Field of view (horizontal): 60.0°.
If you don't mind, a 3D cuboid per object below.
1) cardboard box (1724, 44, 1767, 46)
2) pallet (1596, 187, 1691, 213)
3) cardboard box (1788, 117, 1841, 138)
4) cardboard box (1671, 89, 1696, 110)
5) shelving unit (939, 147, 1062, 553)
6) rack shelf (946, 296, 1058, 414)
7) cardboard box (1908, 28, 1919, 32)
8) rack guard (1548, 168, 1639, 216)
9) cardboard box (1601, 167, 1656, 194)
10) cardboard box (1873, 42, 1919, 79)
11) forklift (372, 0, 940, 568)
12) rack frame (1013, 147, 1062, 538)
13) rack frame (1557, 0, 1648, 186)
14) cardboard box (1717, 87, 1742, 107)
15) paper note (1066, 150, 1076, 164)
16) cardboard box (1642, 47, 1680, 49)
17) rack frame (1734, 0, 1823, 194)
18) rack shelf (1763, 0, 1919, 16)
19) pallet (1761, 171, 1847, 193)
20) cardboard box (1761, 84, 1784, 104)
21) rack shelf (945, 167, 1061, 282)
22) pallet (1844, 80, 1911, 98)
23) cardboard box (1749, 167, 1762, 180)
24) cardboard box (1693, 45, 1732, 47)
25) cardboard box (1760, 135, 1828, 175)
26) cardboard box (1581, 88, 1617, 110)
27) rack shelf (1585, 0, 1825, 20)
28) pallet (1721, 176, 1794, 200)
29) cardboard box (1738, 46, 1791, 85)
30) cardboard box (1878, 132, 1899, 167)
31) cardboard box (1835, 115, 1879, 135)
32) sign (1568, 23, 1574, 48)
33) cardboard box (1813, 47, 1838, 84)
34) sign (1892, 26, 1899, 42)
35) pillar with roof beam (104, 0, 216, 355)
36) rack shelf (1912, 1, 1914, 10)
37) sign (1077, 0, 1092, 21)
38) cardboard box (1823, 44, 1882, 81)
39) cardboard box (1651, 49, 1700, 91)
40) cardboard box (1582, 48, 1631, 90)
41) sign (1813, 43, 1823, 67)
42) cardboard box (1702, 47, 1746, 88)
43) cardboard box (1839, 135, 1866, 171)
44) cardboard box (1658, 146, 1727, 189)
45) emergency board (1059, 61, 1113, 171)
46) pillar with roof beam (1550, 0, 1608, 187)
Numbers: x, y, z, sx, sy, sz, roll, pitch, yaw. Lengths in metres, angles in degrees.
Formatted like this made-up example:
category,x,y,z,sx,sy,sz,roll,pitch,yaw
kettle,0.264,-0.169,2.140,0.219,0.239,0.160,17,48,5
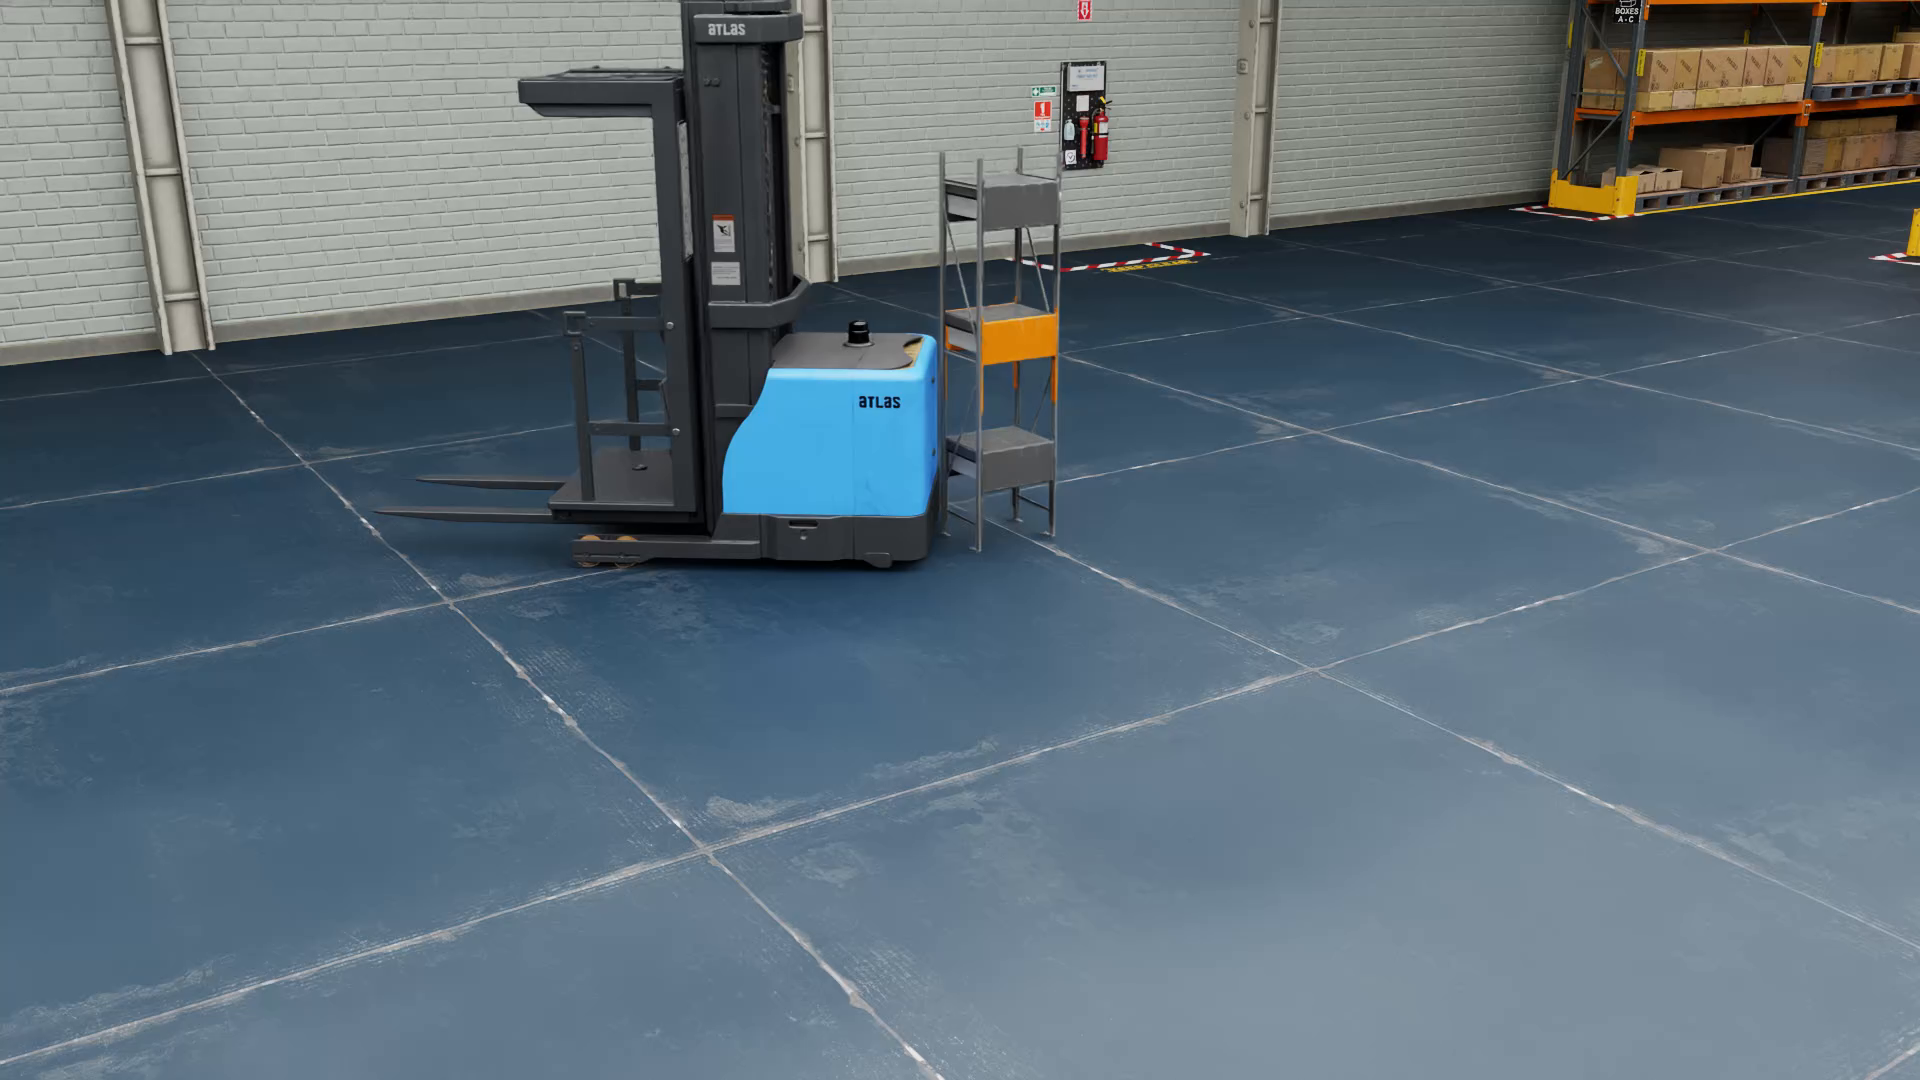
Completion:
category,x,y,z,sx,sy,sz,roll,pitch,yaw
cardboard box,11.249,-6.818,23.760,0.500,0.500,0.500,-13,22,-33
pallet,9.178,-4.672,22.736,1.213,0.211,1.003,-12,22,-31
cardboard box,12.728,-6.143,24.777,0.500,0.250,0.500,-12,22,-33
cardboard box,9.424,-5.881,22.160,0.500,0.250,0.500,-13,22,-33
shelving unit,0.211,-1.019,8.981,0.503,2.100,0.431,-11,22,-30
rack shelf,0.211,-1.006,8.986,0.480,0.518,0.431,-11,22,-30
cardboard box,15.334,-7.958,26.277,0.500,0.250,0.500,-11,22,-30
rack guard,8.480,-4.676,22.294,0.348,0.500,1.175,-12,22,-31
cardboard box,9.043,-4.879,22.504,0.500,0.311,0.500,-15,24,-37
cardboard box,14.259,-7.320,25.371,0.500,0.500,0.700,-14,23,-36
forklift,-1.655,-1.408,8.833,3.031,2.935,1.130,1,19,4
rack frame,0.418,-1.060,9.103,0.015,2.100,0.400,-11,22,-30
rack frame,8.416,-5.846,21.854,0.127,3.000,1.000,-12,22,-31
cardboard box,10.276,-6.058,22.682,0.500,0.250,0.500,-12,22,-31
paper note,1.243,-4.289,18.624,0.142,0.148,0.016,-12,22,-31
cardboard box,9.548,-6.458,22.696,0.500,0.500,0.500,-13,22,-33
rack frame,11.757,-6.551,23.938,0.127,3.000,1.000,-12,22,-31
rack shelf,13.427,-7.983,24.615,4.000,0.370,1.077,-12,22,-31
pallet,12.406,-5.367,24.792,1.213,0.211,1.003,-12,22,-31
cardboard box,11.107,-6.239,23.220,0.500,0.250,0.500,-12,22,-31
rack shelf,0.211,-1.670,8.761,0.480,0.518,0.431,-11,22,-30
pallet,13.467,-6.805,24.989,1.213,0.211,1.003,-12,22,-31
cardboard box,11.326,-5.315,24.019,0.250,0.166,0.380,-16,24,-38
cardboard box,10.396,-6.641,23.238,0.500,0.500,0.500,-11,22,-30
cardboard box,12.362,-5.709,24.665,0.500,0.500,0.700,-11,22,-30
cardboard box,8.700,-5.919,22.272,0.500,0.250,0.500,-12,22,-31
rack shelf,10.086,-7.279,22.531,4.000,0.370,1.077,-12,22,-31
pallet,11.215,-5.102,24.007,1.213,0.211,1.003,-12,22,-31
cardboard box,11.118,-6.589,23.084,0.500,0.500,0.500,-12,22,-32
cardboard box,14.031,-6.079,25.760,0.500,0.500,0.700,-12,22,-31
cardboard box,13.588,-6.319,25.297,0.500,0.250,0.500,-12,22,-32
sign,8.128,-6.697,22.068,0.005,0.325,0.100,-12,22,-31
cardboard box,12.201,-6.887,24.090,0.500,0.500,0.700,-12,22,-31
sign,14.790,-7.952,26.274,0.005,0.325,0.100,-12,22,-31
pillar with roof beam,-4.141,-4.721,9.158,0.400,9.000,9.100,-12,22,-31
rack shelf,16.768,-8.688,26.699,4.000,0.370,1.077,-12,22,-31
sign,1.368,-5.843,18.223,0.199,0.298,0.001,-12,22,-31
cardboard box,13.204,-7.108,24.743,0.500,0.500,0.700,-9,21,-24
cardboard box,9.398,-6.228,22.016,0.500,0.500,0.500,-12,22,-31
cardboard box,8.693,-6.280,22.169,0.500,0.500,0.500,-12,22,-32
sign,12.062,-6.817,23.374,0.005,0.325,0.100,-12,22,-31
cardboard box,10.258,-6.412,22.558,0.500,0.500,0.500,-11,22,-30
cardboard box,13.215,-5.893,25.208,0.500,0.500,0.700,-12,22,-31
cardboard box,10.160,-5.185,23.113,0.500,0.500,0.700,-14,23,-35
emergency board,1.429,-4.719,18.520,0.643,1.169,0.194,-12,22,-31
pillar with roof beam,10.893,-7.892,18.537,0.400,9.000,9.100,-12,22,-31
